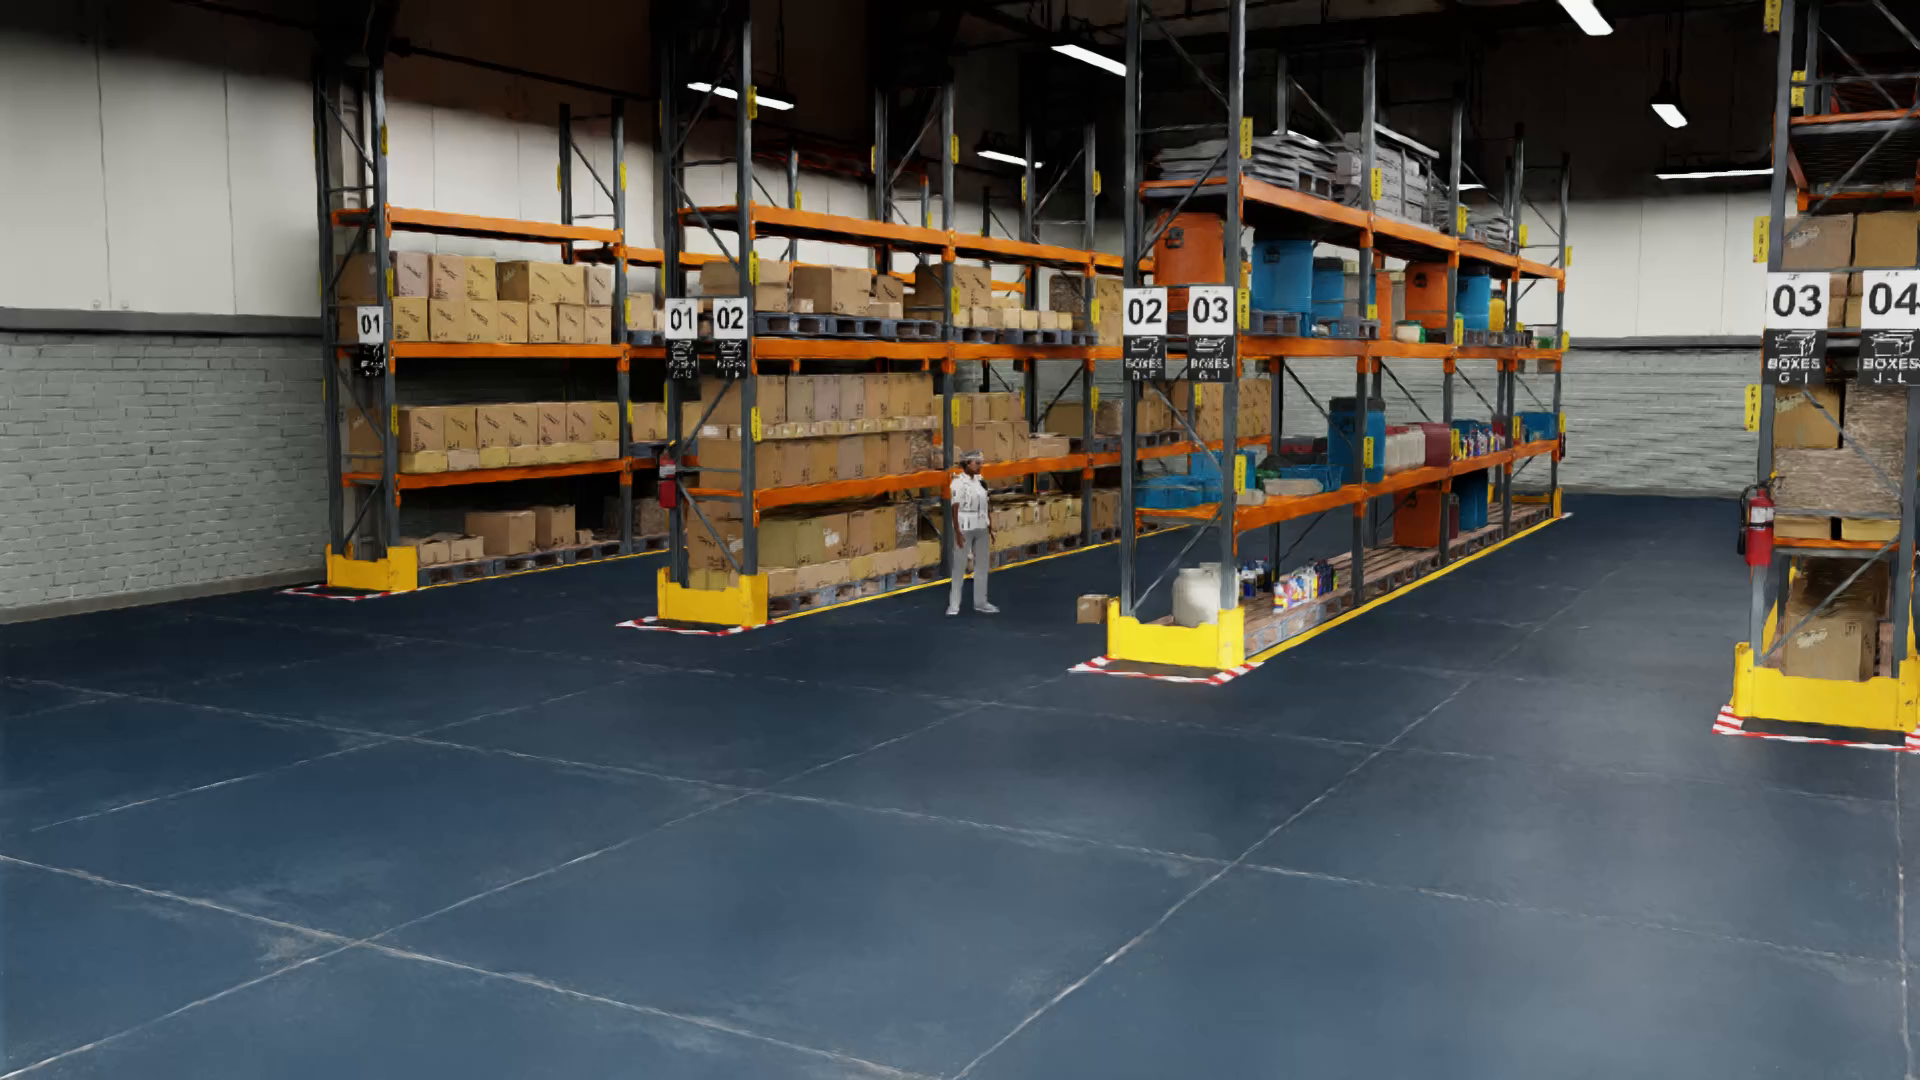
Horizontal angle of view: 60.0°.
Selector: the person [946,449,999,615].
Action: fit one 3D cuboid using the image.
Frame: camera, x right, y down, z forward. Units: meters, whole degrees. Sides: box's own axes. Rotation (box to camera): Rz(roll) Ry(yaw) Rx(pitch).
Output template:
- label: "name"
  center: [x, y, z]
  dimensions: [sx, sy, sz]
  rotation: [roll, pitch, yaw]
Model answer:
- label: "person"
  center: [0.105, -0.090, 16.934]
  dimensions: [0.577, 1.682, 0.369]
  rotation: [-4, 7, -35]
